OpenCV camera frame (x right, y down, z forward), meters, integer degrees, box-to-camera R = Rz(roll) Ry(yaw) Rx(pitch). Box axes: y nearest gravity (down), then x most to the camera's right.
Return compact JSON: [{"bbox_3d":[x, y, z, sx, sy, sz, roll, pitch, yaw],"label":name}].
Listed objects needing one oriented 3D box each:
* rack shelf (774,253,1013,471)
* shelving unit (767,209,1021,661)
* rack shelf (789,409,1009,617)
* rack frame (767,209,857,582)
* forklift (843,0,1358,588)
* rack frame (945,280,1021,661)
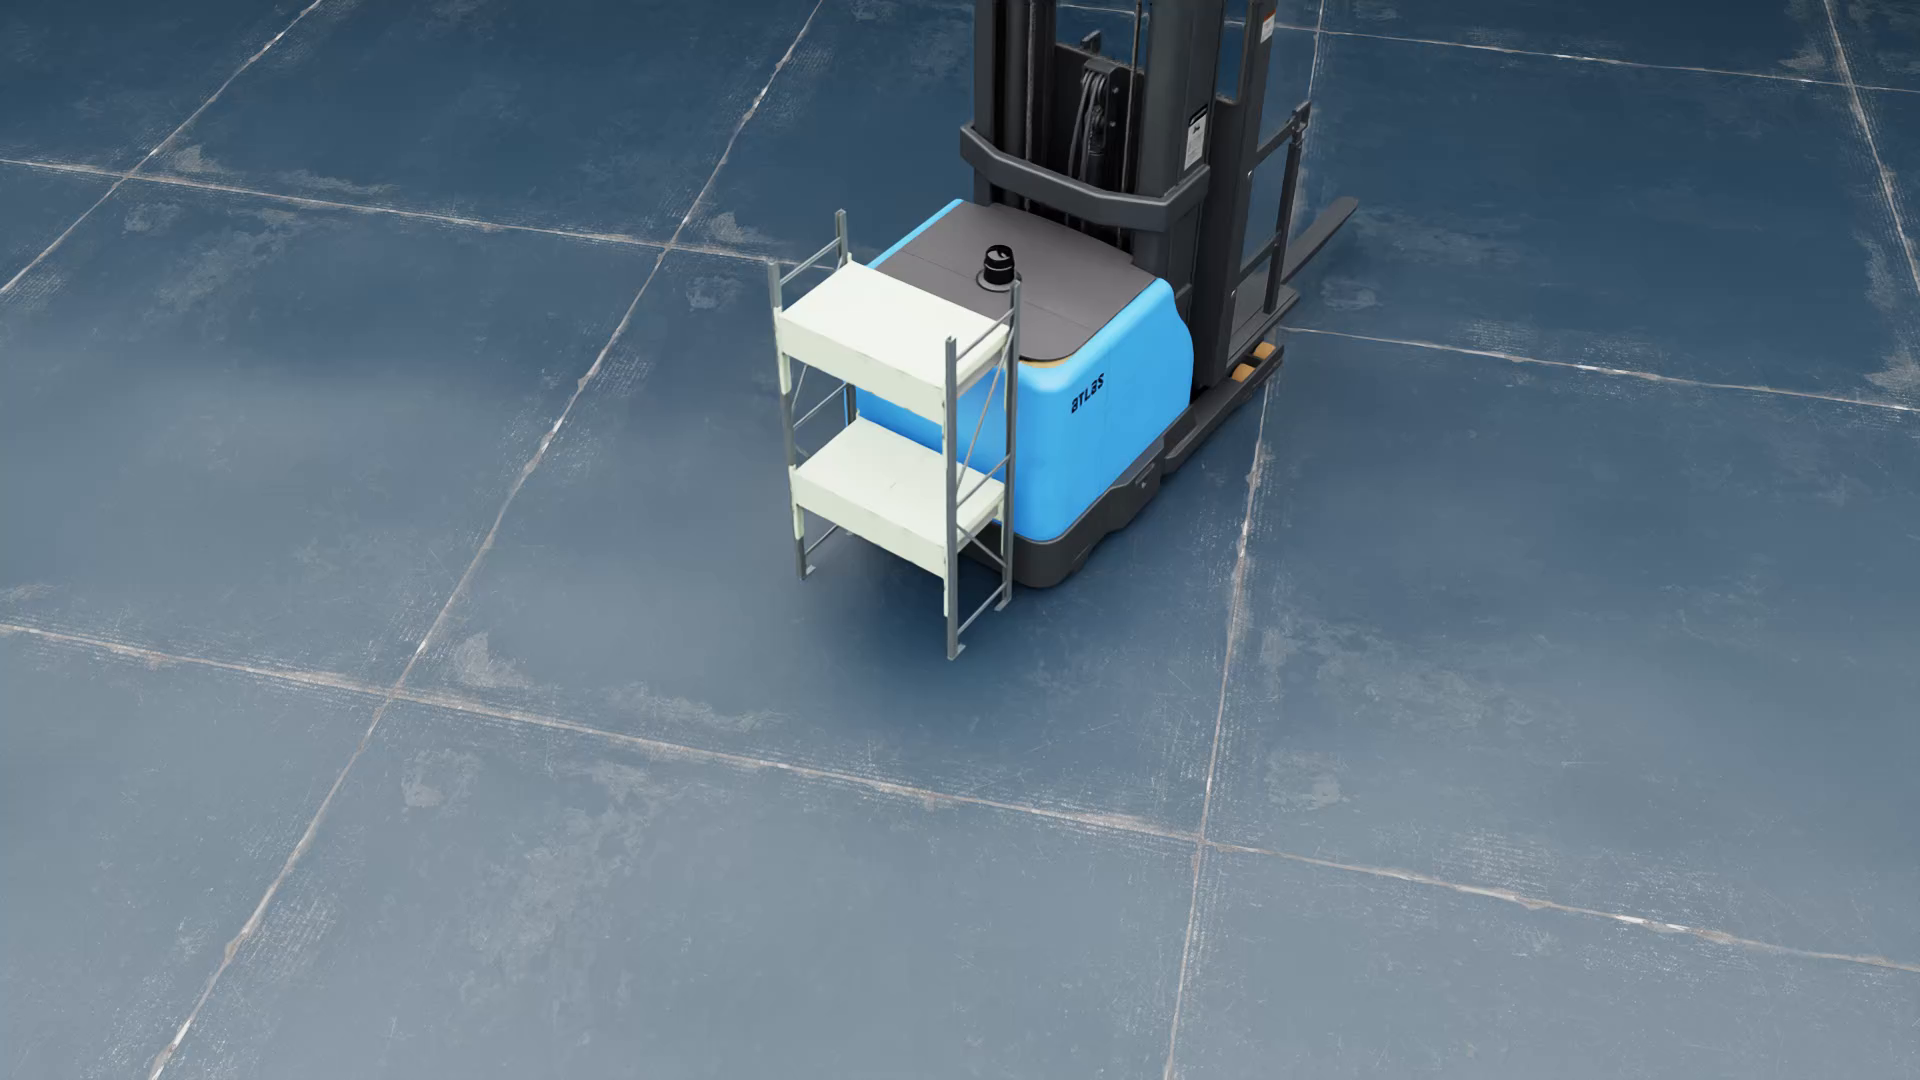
[{"bbox_3d":[-0.222,-0.627,5.757,0.720,0.370,0.431,26,50,25],"label":"rack shelf"},{"bbox_3d":[-0.222,-0.346,6.028,0.755,1.500,0.431,26,50,25],"label":"shelving unit"},{"bbox_3d":[-0.222,-0.111,6.254,0.720,0.370,0.431,26,50,25],"label":"rack shelf"},{"bbox_3d":[-0.520,-0.493,6.180,0.023,1.500,0.400,26,50,25],"label":"rack frame"},{"bbox_3d":[0.799,-1.851,6.560,1.130,2.935,3.031,27,50,25],"label":"forklift"},{"bbox_3d":[0.077,-0.199,5.875,0.023,1.500,0.400,26,50,25],"label":"rack frame"}]
